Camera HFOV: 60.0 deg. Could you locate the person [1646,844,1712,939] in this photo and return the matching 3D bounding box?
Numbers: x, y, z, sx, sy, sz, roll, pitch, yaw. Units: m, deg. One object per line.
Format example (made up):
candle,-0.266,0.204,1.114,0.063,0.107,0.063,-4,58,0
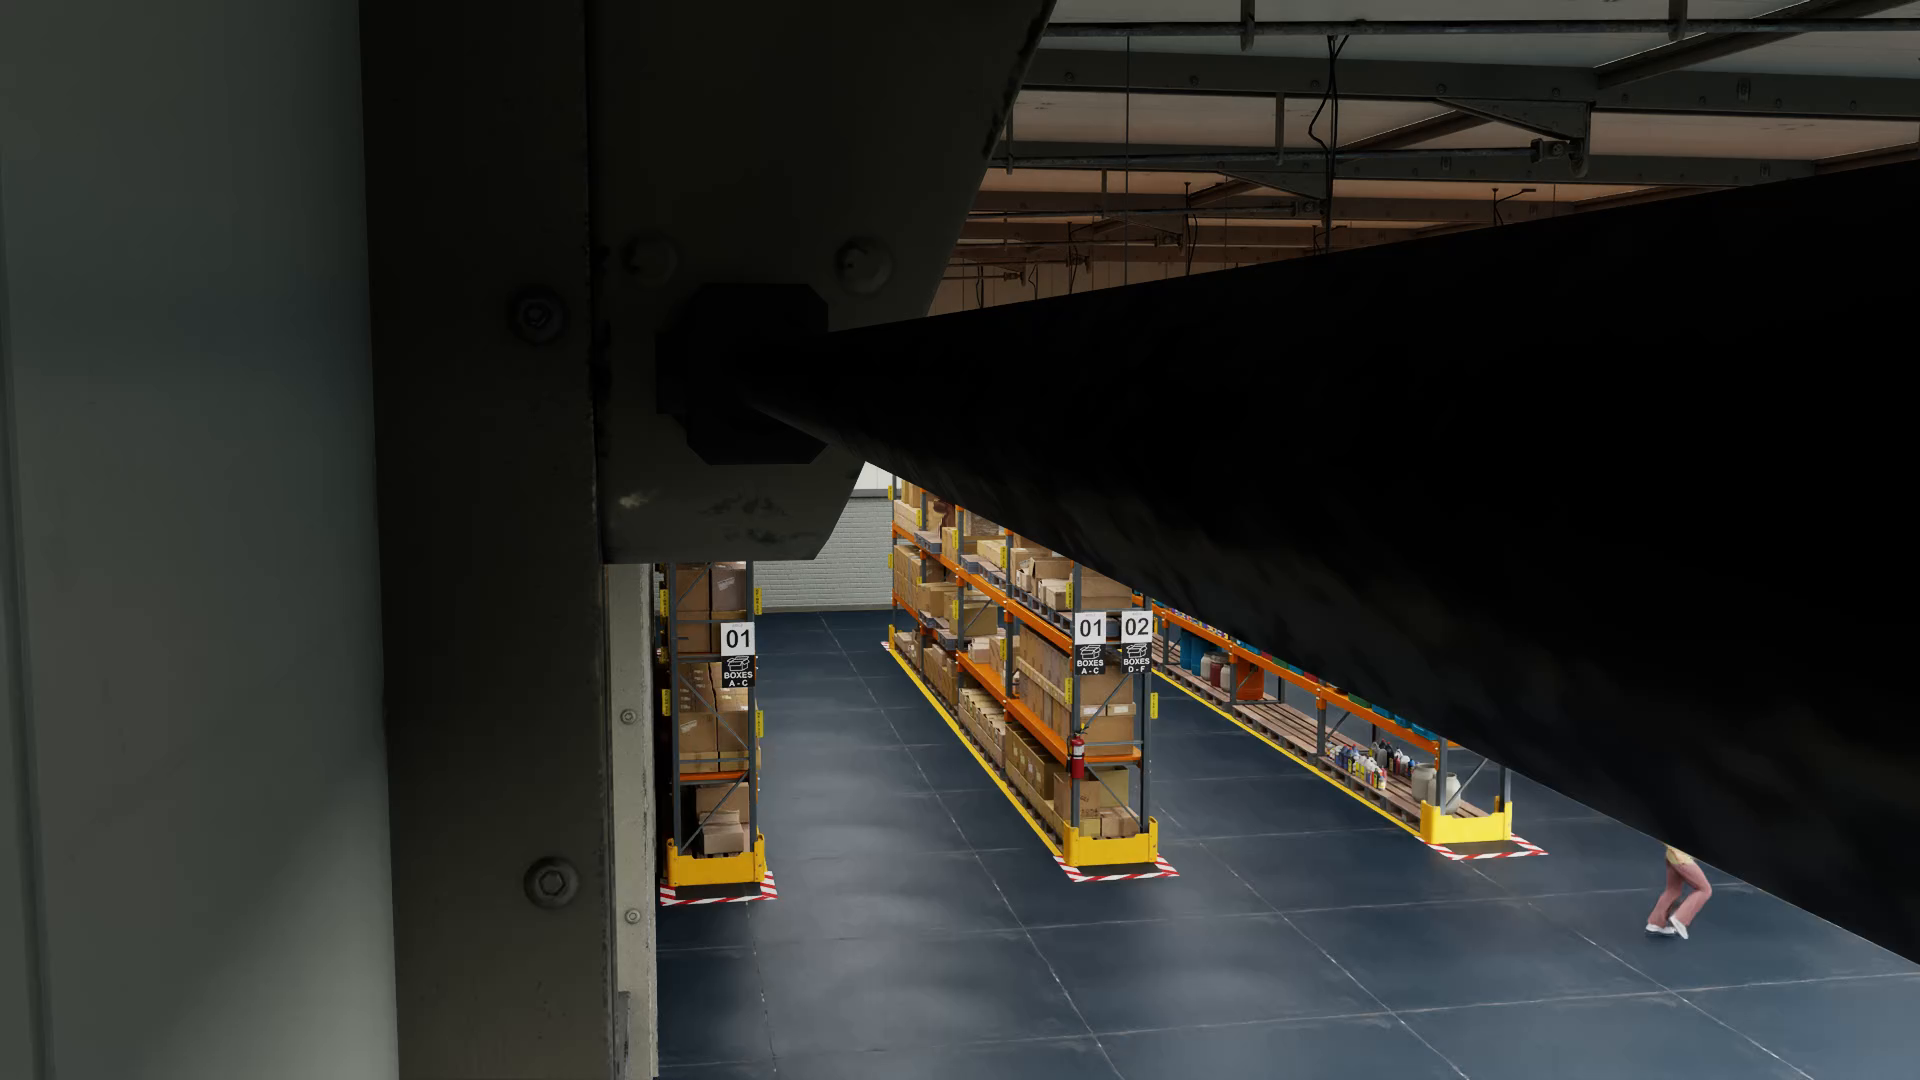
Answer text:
person,7.897,3.534,18.199,0.645,1.659,0.549,1,6,7
